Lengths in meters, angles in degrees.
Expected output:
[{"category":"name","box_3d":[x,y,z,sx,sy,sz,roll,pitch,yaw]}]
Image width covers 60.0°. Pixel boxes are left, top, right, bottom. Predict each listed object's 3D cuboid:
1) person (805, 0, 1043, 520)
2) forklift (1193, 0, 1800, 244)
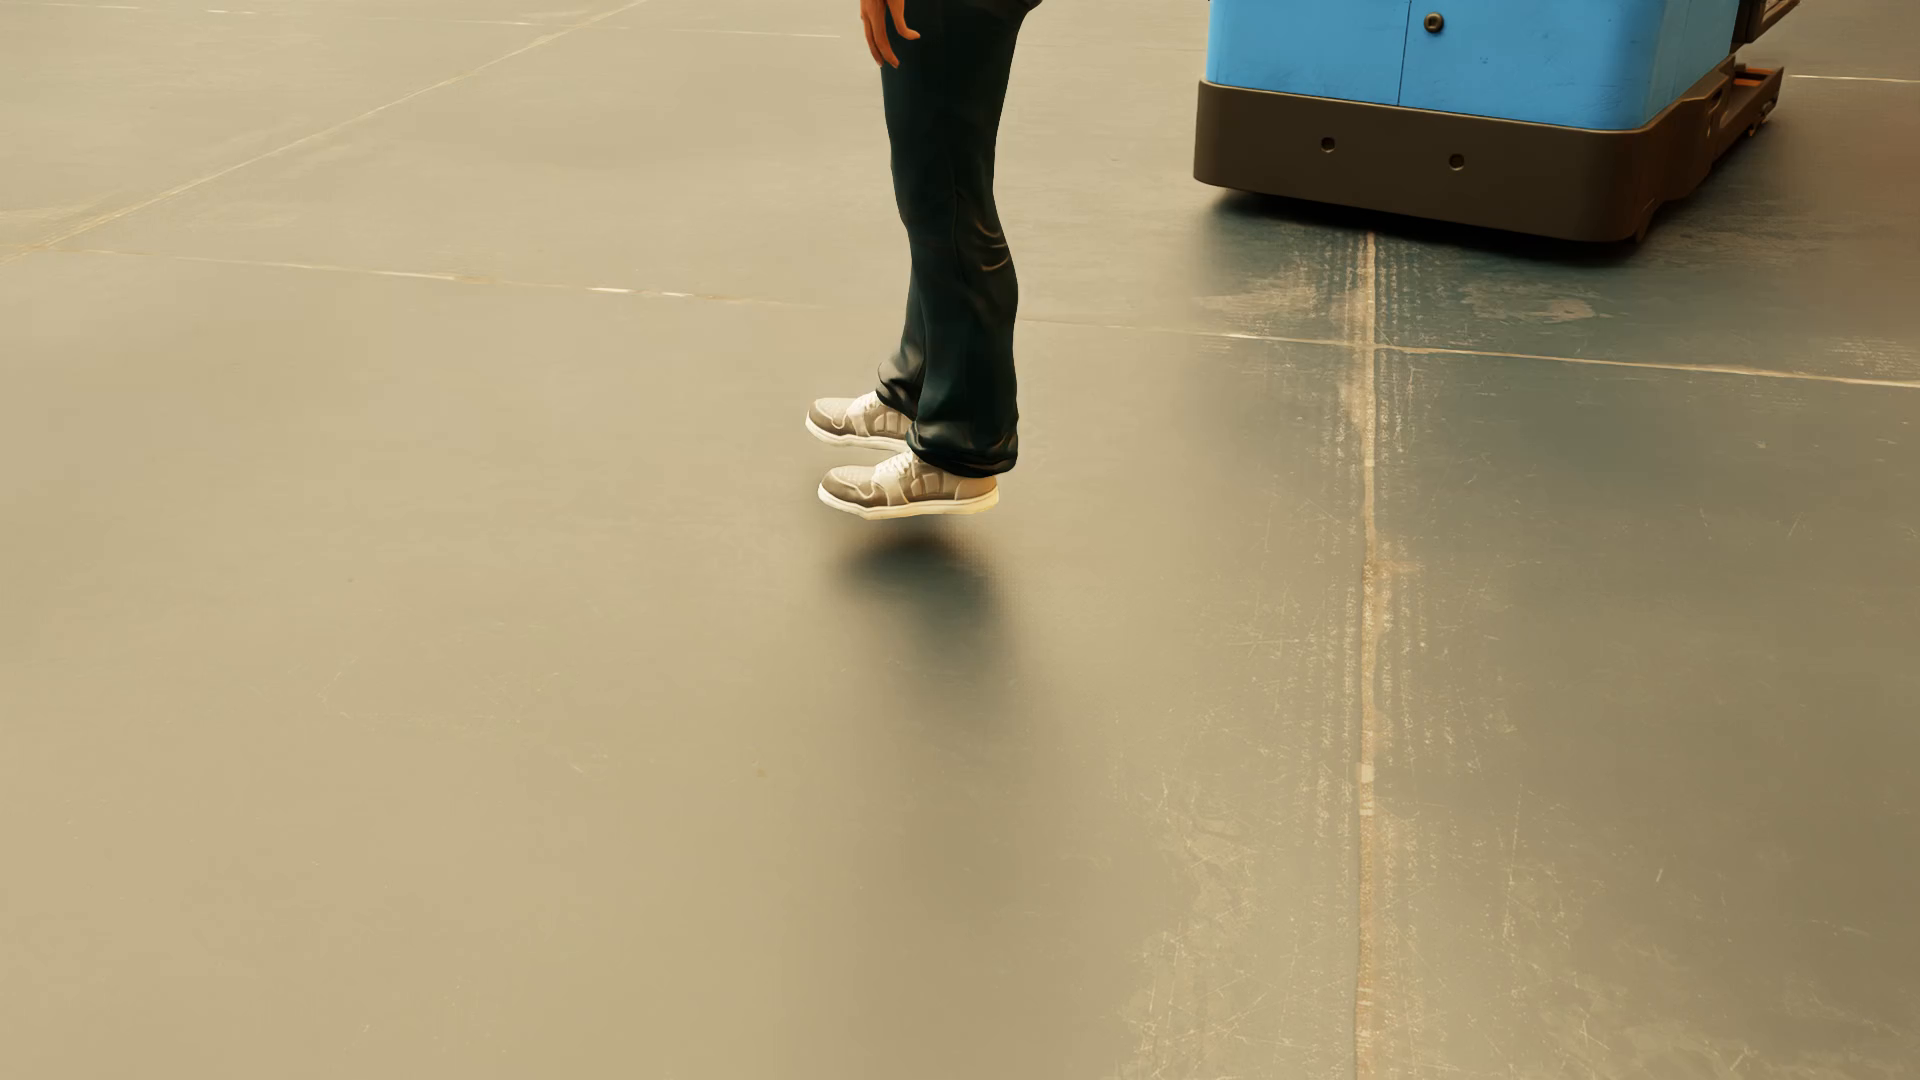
[{"category":"person","box_3d":[-0.070,-0.769,2.146,0.473,1.599,0.519,6,27,11]},{"category":"forklift","box_3d":[1.794,-2.576,4.352,1.130,2.935,3.031,16,31,29]}]
